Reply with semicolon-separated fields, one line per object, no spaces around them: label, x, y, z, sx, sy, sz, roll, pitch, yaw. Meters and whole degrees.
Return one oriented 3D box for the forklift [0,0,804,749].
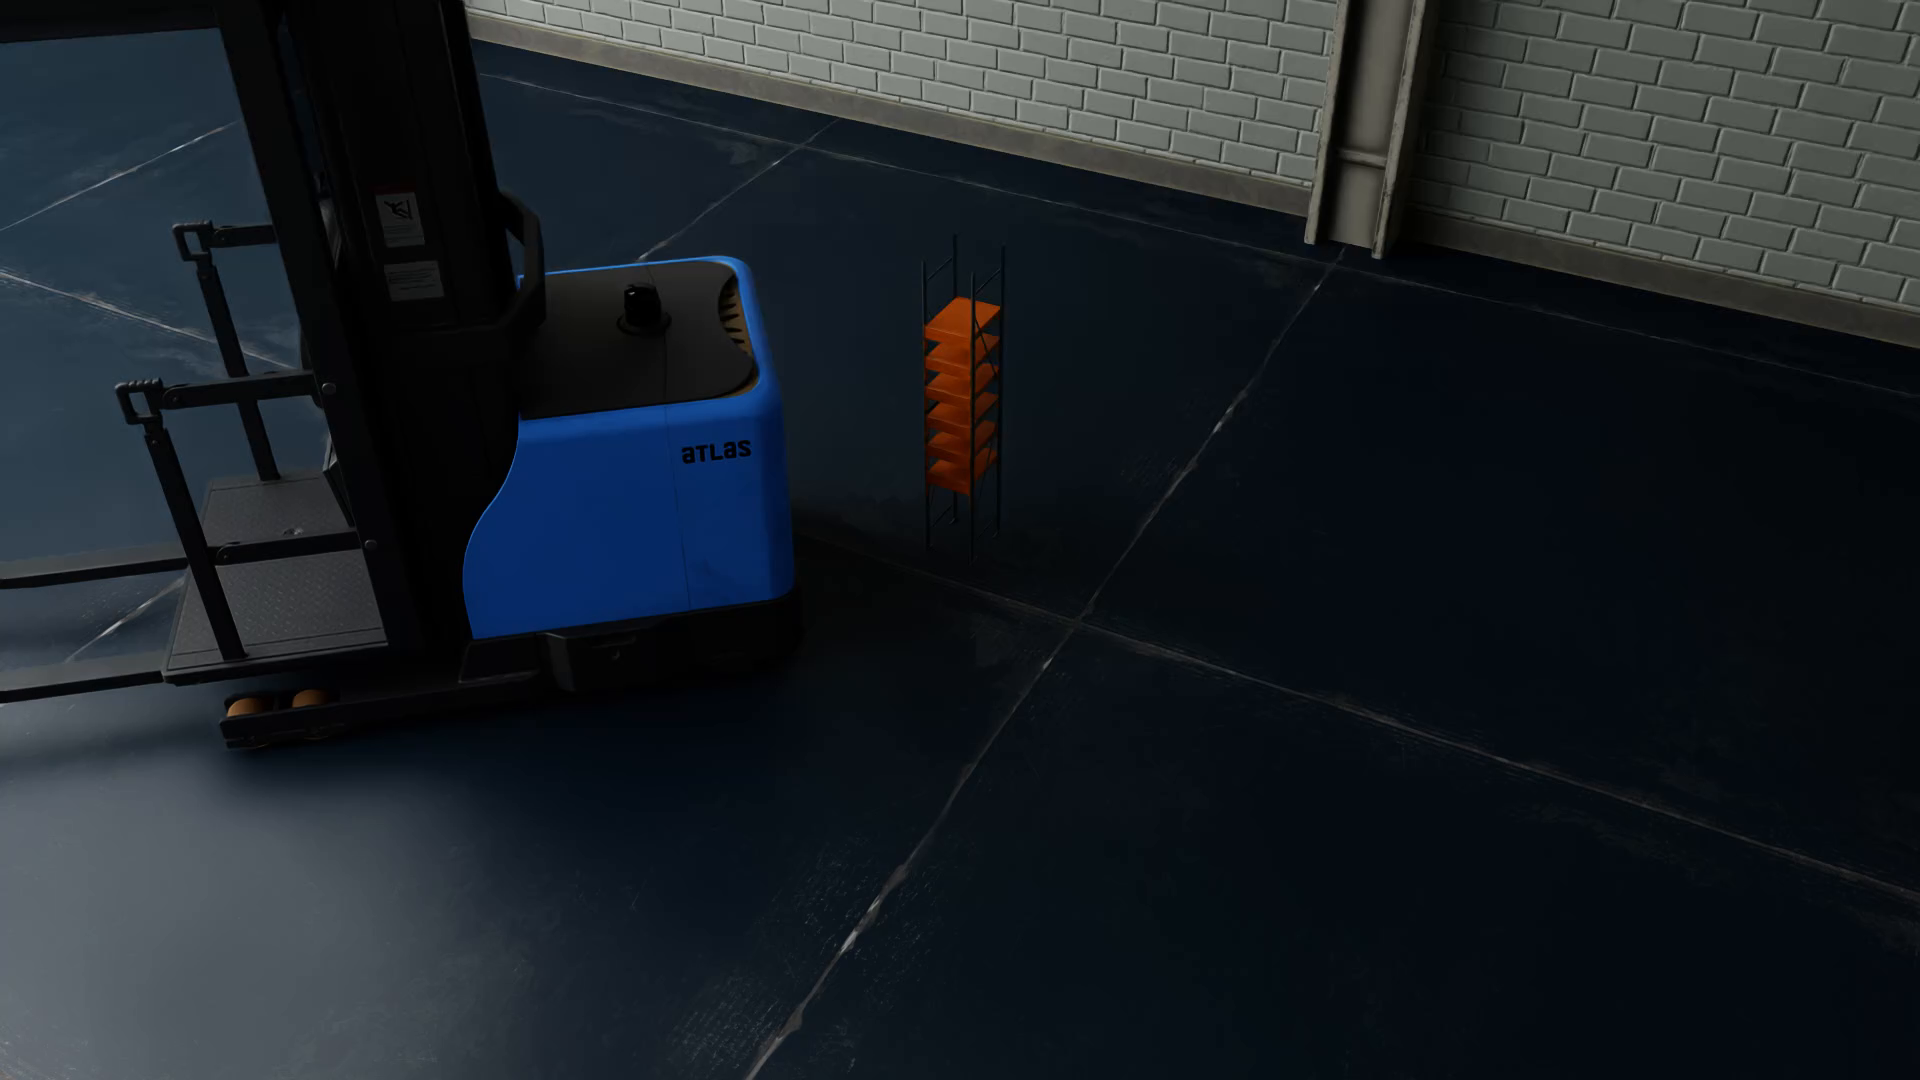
forklift;-2.106;-0.845;4.939;3.031;2.935;1.130;-7;38;-10

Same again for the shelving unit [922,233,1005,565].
shelving unit;0.013;-0.474;5.882;0.189;1.200;0.258;17;41;21

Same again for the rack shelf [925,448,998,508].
rack shelf;0.013;-0.247;6.054;0.180;0.103;0.258;17;41;21

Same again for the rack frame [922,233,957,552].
rack frame;-0.068;-0.499;5.915;0.006;1.200;0.240;17;41;21

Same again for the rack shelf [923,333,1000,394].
rack shelf;0.013;-0.630;5.764;0.180;0.103;0.258;17;41;21

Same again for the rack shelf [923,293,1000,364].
rack shelf;0.013;-0.725;5.691;0.180;0.103;0.258;17;41;21

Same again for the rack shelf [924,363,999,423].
rack shelf;0.013;-0.534;5.836;0.180;0.103;0.258;17;41;21

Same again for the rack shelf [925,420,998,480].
rack shelf;0.013;-0.343;5.981;0.180;0.103;0.258;17;41;21

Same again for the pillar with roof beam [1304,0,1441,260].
pillar with roof beam;-0.043;-2.763;2.448;0.400;9.000;9.100;17;41;21

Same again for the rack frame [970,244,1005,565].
rack frame;0.094;-0.448;5.848;0.006;1.200;0.240;17;41;21

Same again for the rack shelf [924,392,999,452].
rack shelf;0.013;-0.438;5.909;0.180;0.103;0.258;17;41;21
